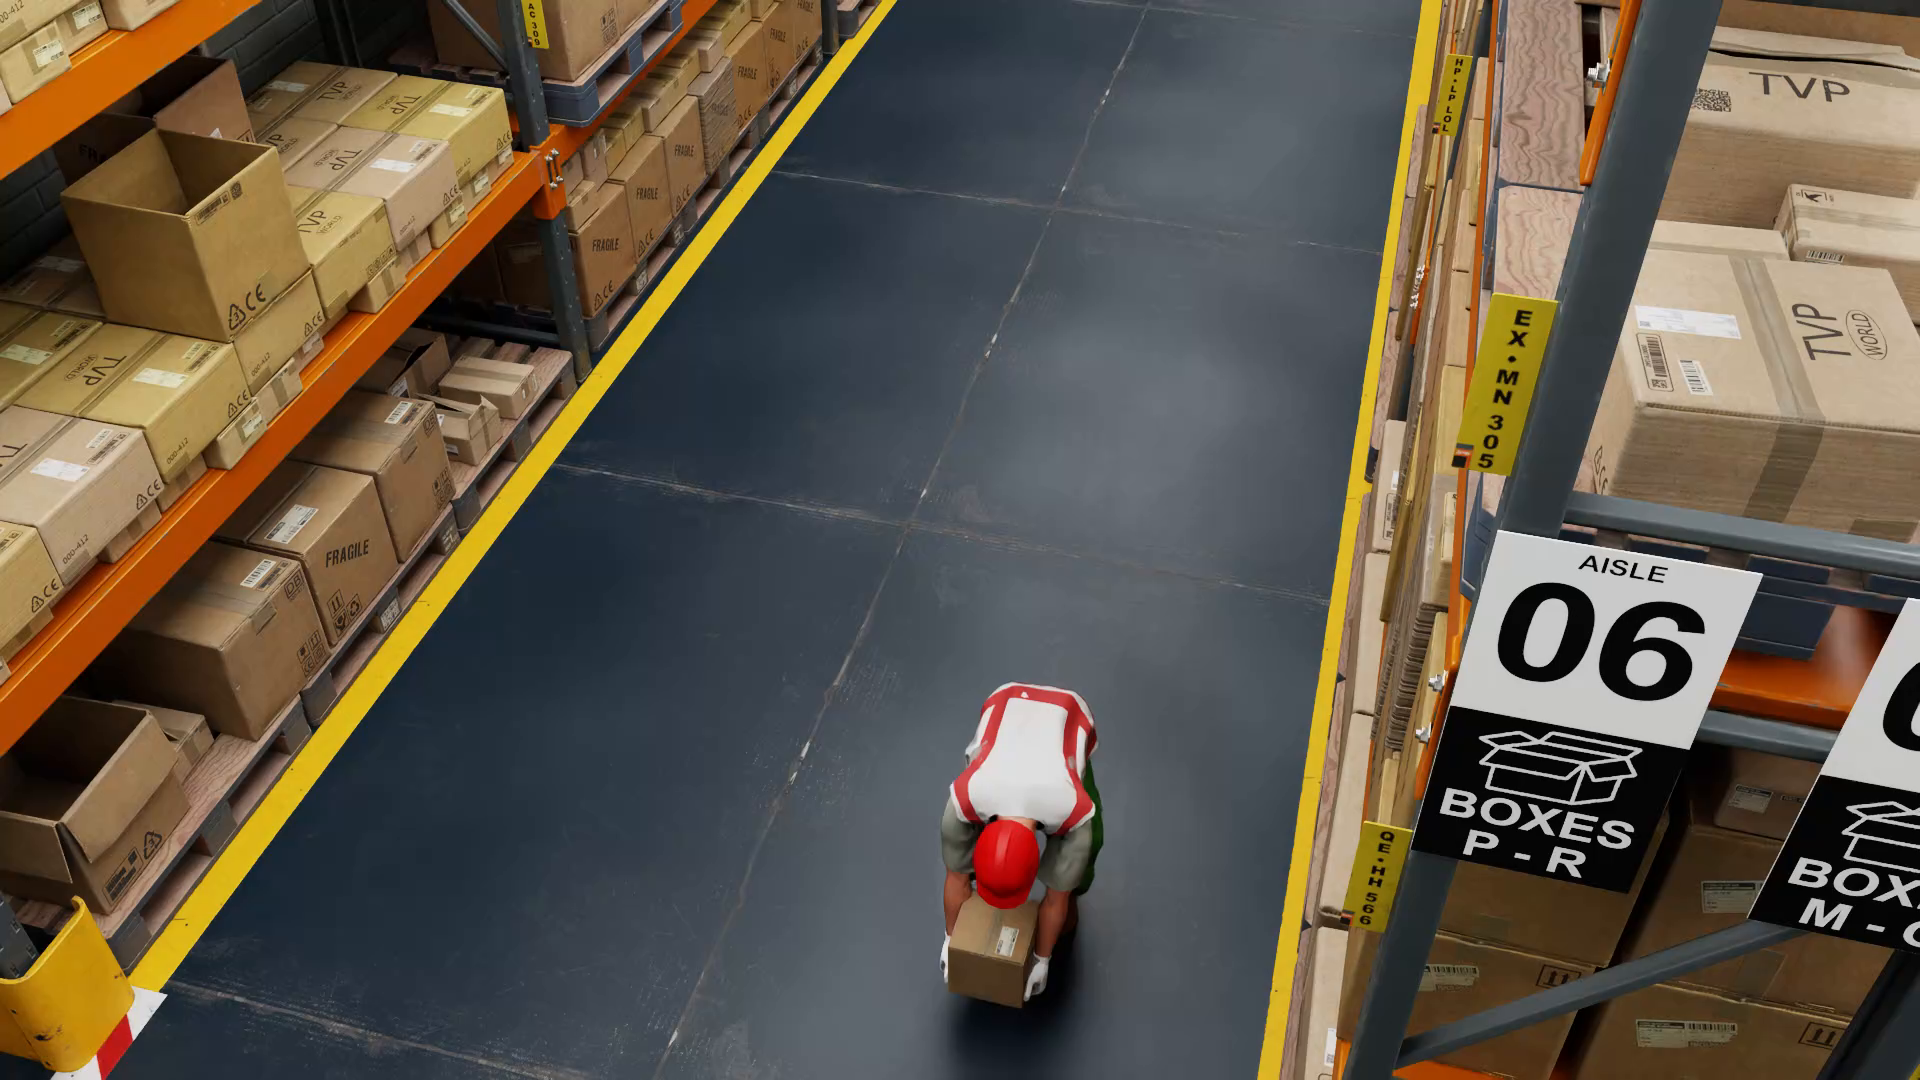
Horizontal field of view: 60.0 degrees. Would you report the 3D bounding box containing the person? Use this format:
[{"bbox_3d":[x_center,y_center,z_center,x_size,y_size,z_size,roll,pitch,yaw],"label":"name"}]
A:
[{"bbox_3d":[0.208,1.022,5.562,0.530,0.990,0.953,8,41,9],"label":"person"}]
